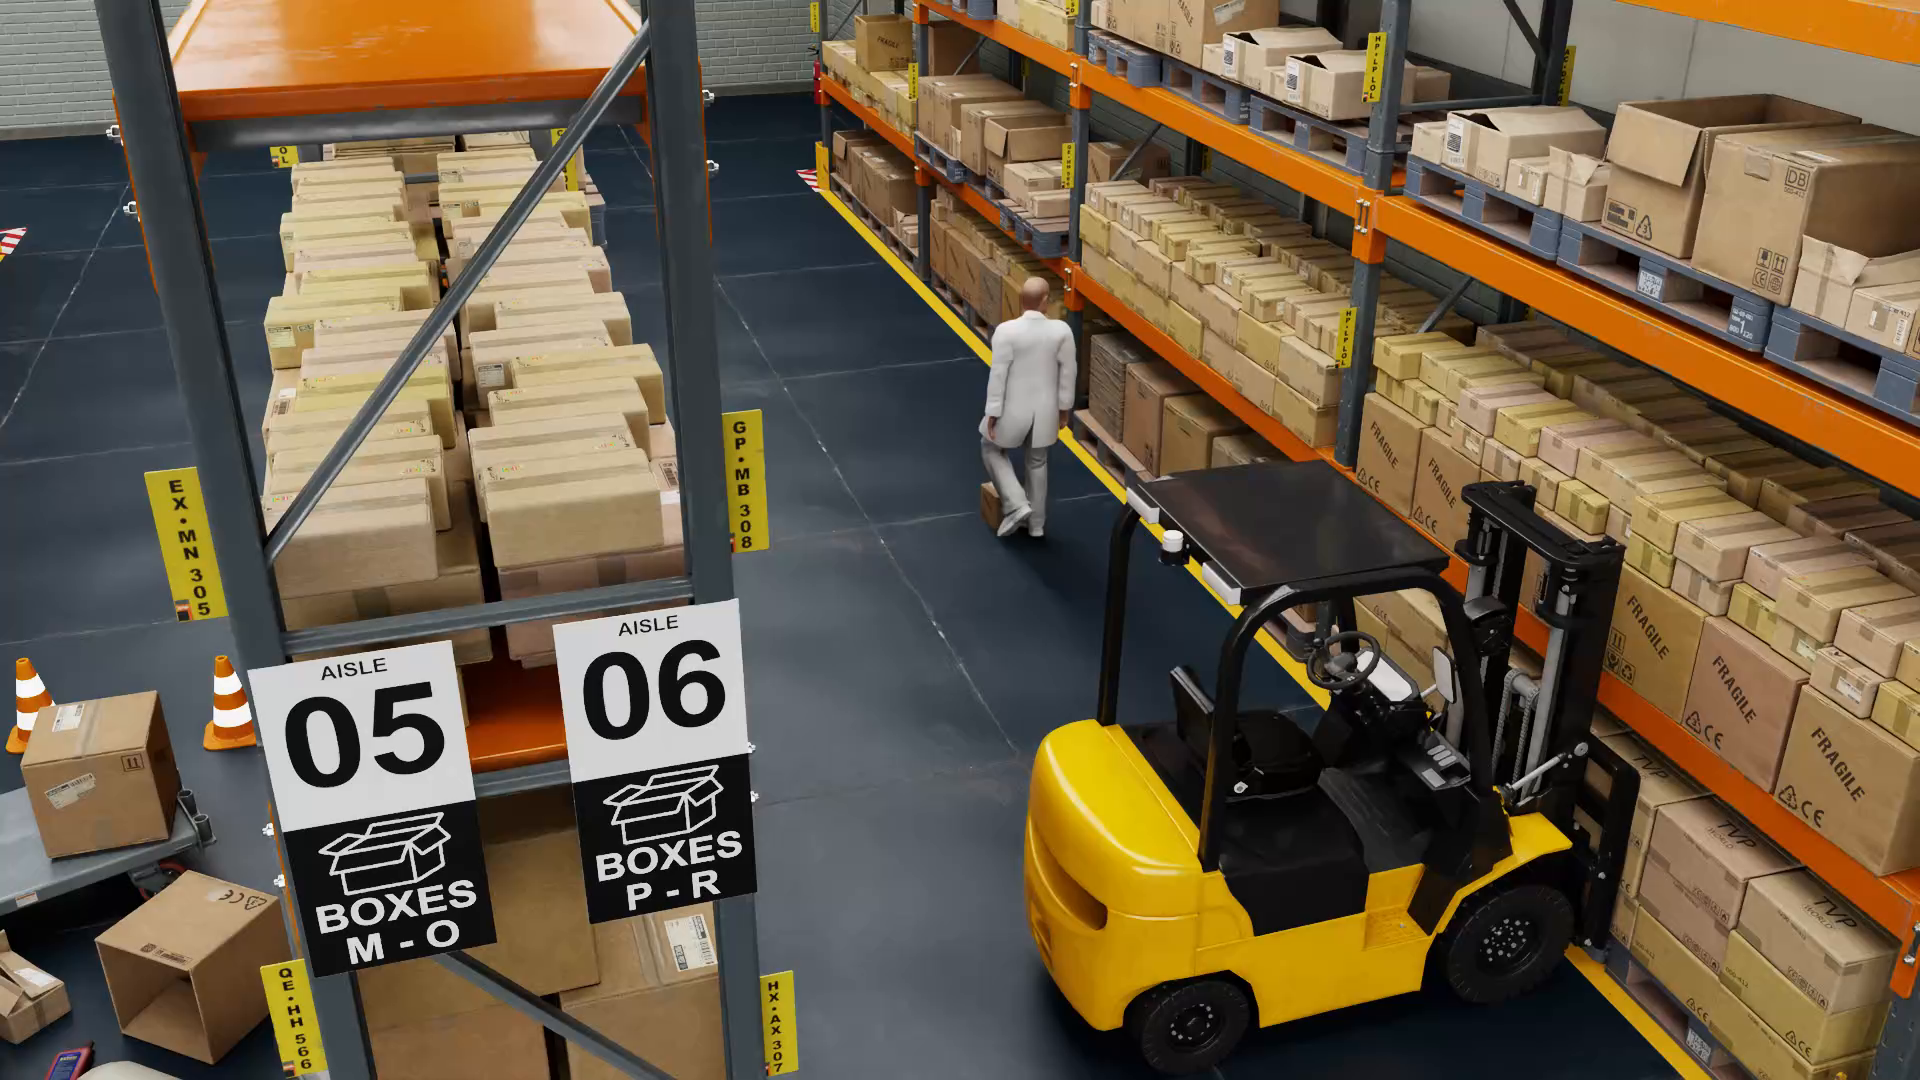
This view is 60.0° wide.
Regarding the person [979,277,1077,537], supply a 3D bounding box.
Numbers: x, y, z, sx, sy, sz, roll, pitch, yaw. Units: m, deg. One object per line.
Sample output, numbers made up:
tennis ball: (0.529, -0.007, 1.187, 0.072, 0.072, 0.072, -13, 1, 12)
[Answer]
person: (0.432, -0.850, 10.833, 0.616, 1.779, 0.484, -7, 27, -13)
